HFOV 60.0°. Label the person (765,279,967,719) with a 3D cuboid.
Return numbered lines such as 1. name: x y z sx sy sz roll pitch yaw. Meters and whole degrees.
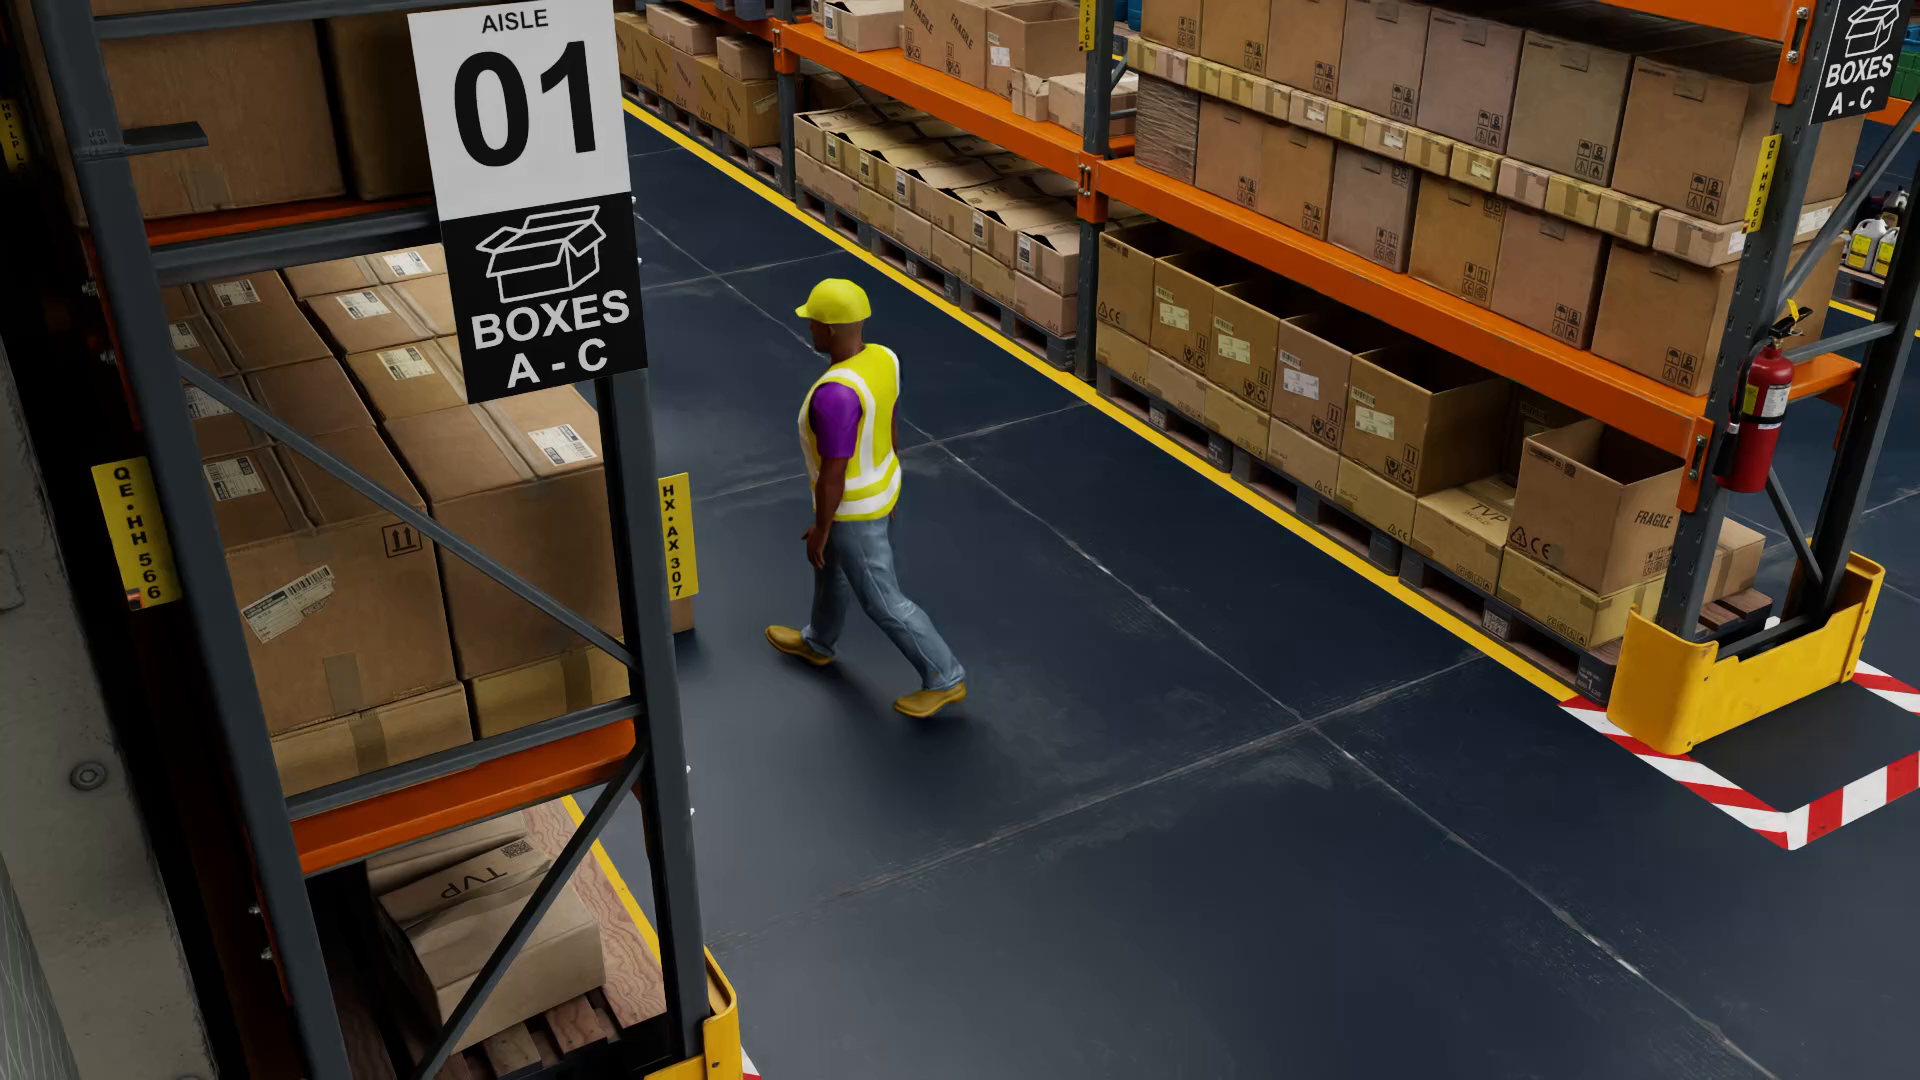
1. person: -0.408 -0.153 6.394 0.923 1.746 0.585 6 29 10
